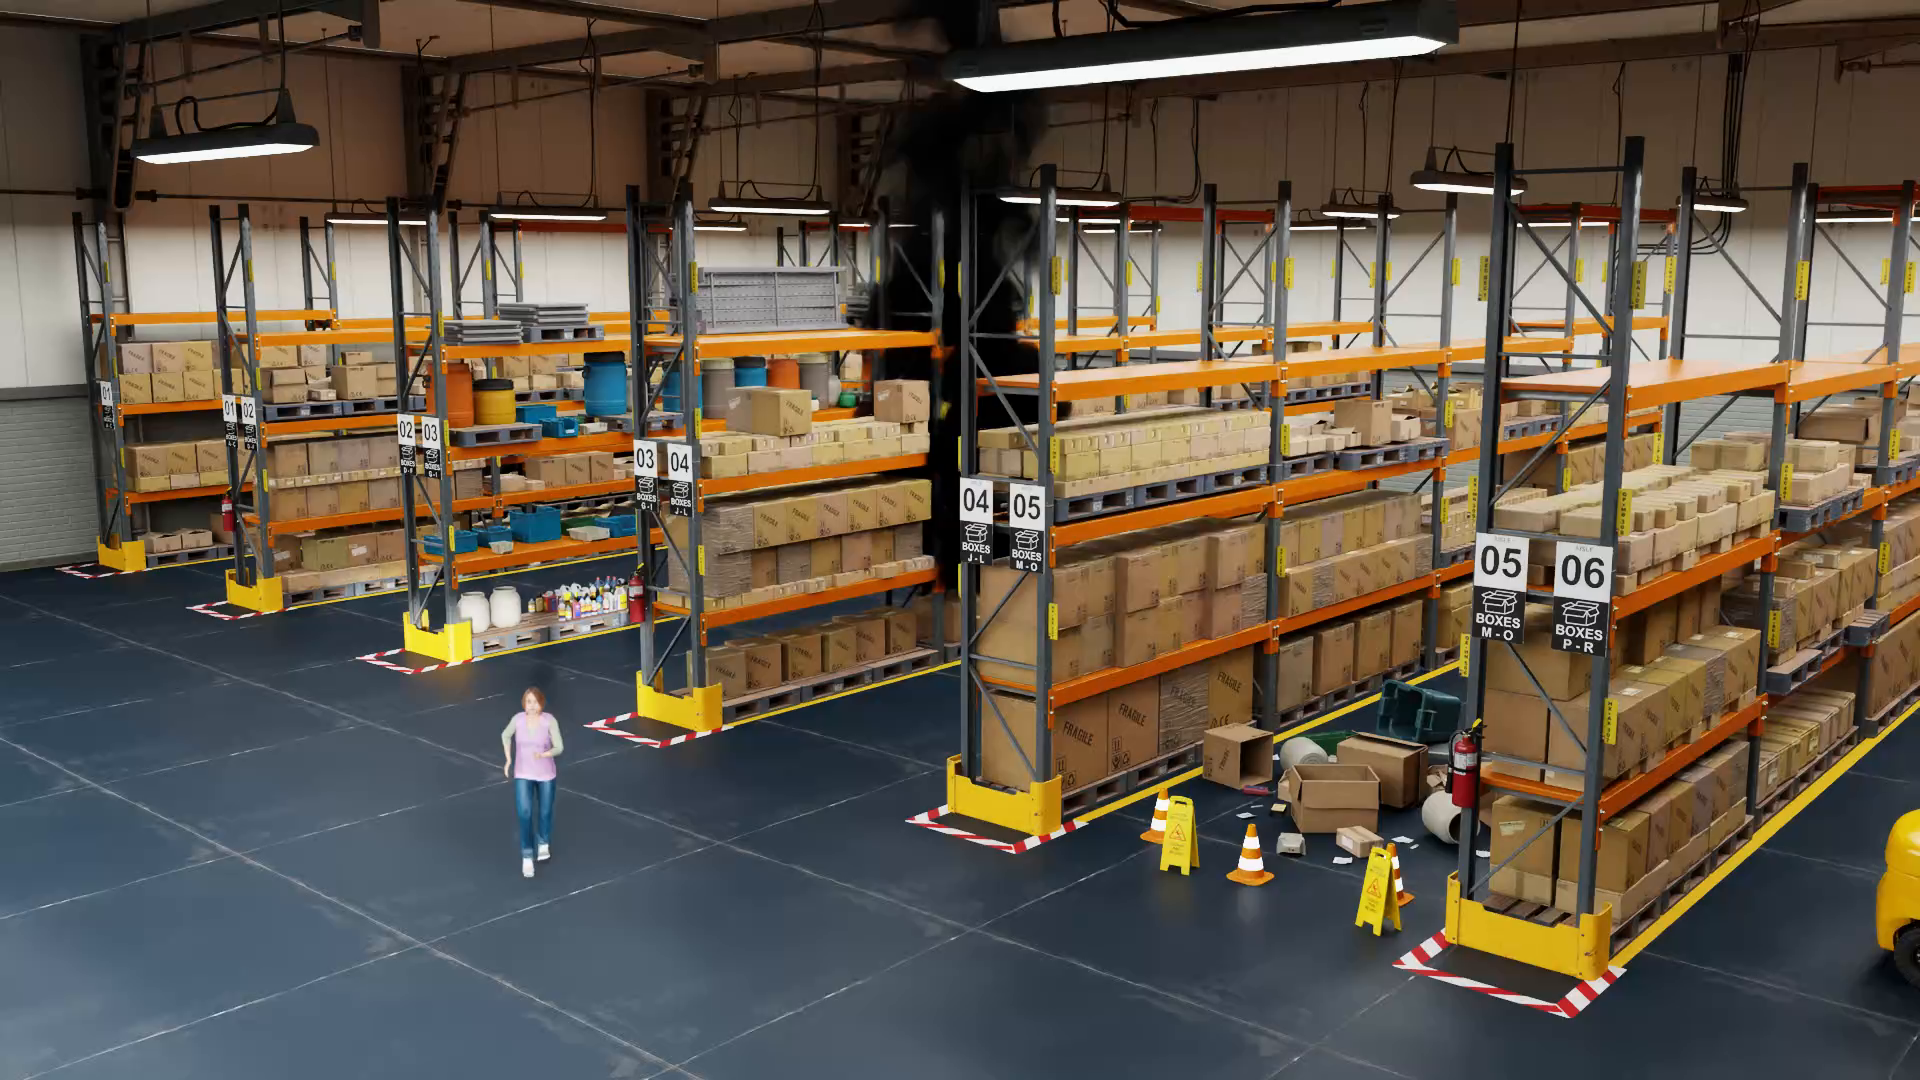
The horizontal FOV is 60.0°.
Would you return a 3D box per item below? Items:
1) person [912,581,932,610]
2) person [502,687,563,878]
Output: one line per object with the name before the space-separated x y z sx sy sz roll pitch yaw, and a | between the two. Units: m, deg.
person | -0.510 0.217 24.571 0.718 1.764 1.024 6 11 30
person | -3.630 2.049 14.171 0.506 1.628 0.690 -2 10 -14
